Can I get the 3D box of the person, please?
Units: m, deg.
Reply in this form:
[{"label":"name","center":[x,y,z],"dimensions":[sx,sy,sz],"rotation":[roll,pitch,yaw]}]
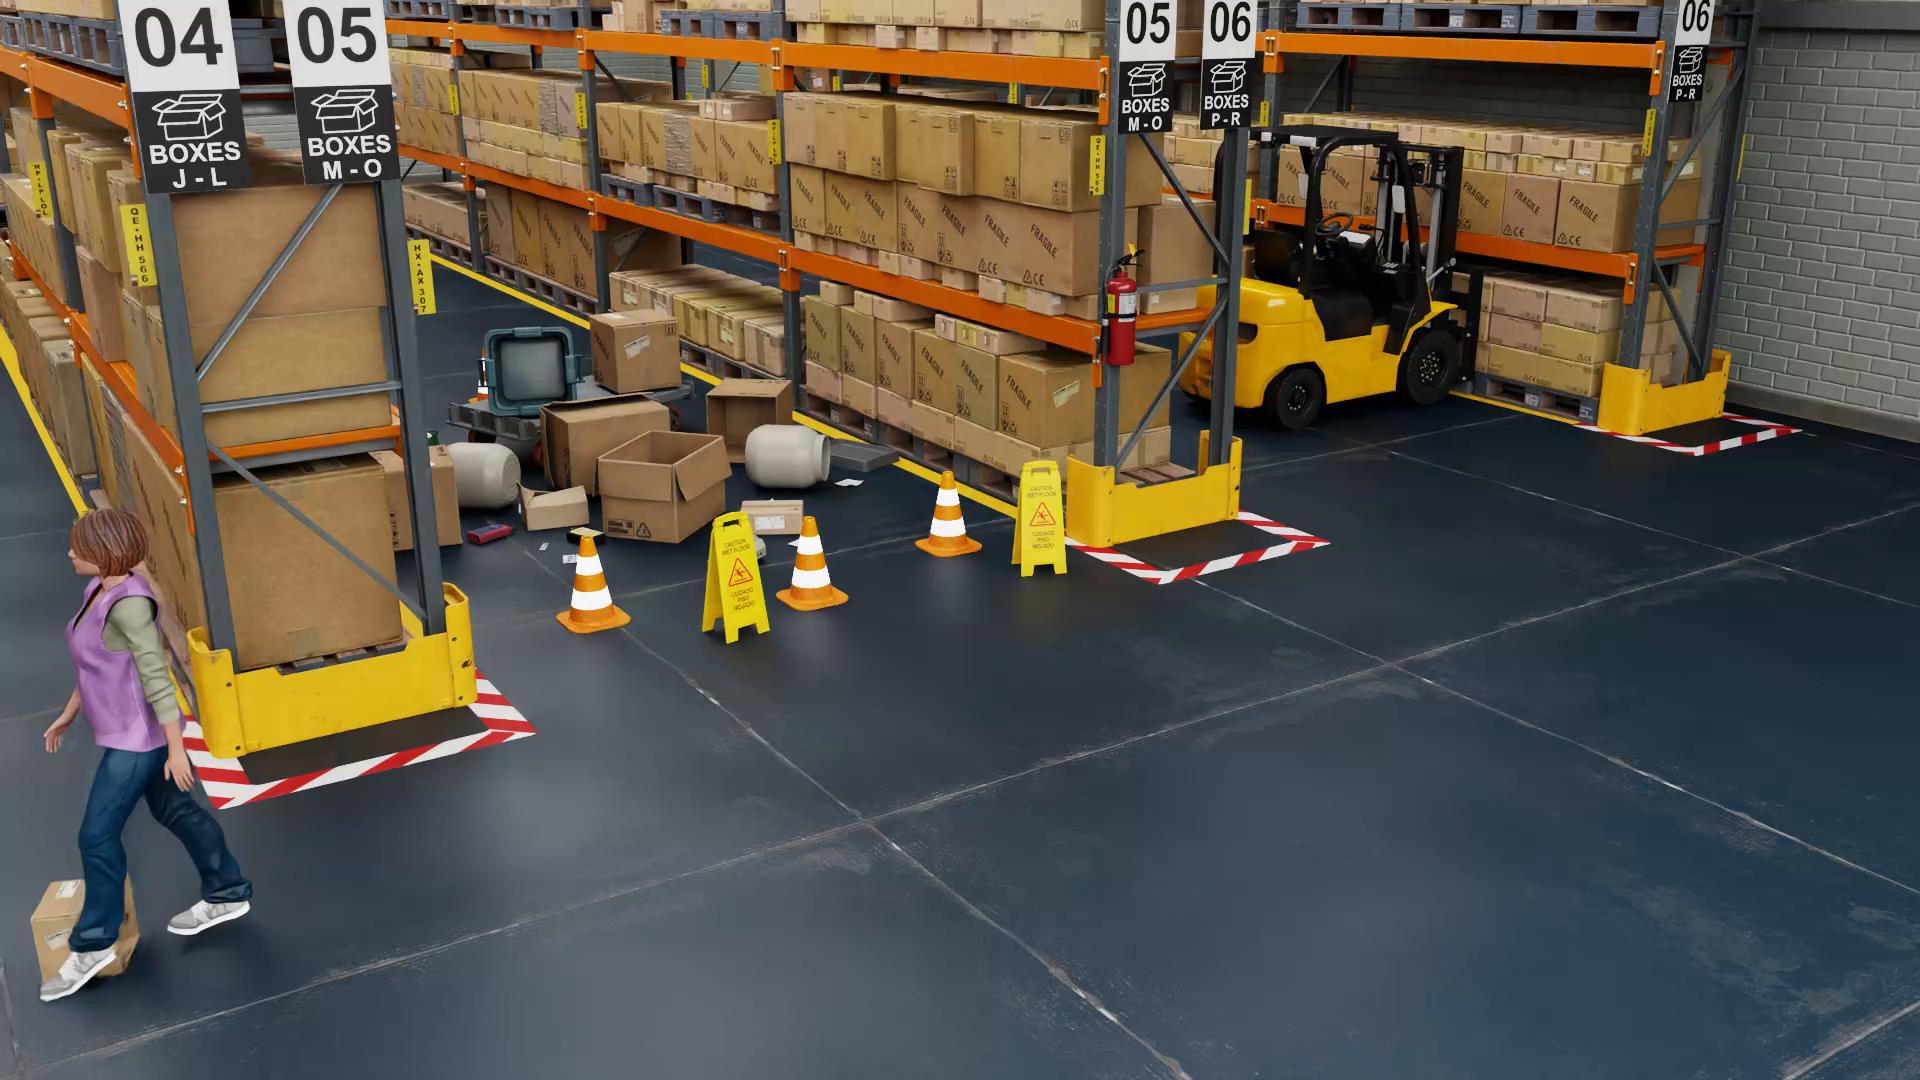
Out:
[{"label":"person","center":[-2.796,0.680,5.510],"dimensions":[0.703,1.608,0.494],"rotation":[-11,21,-29]}]
